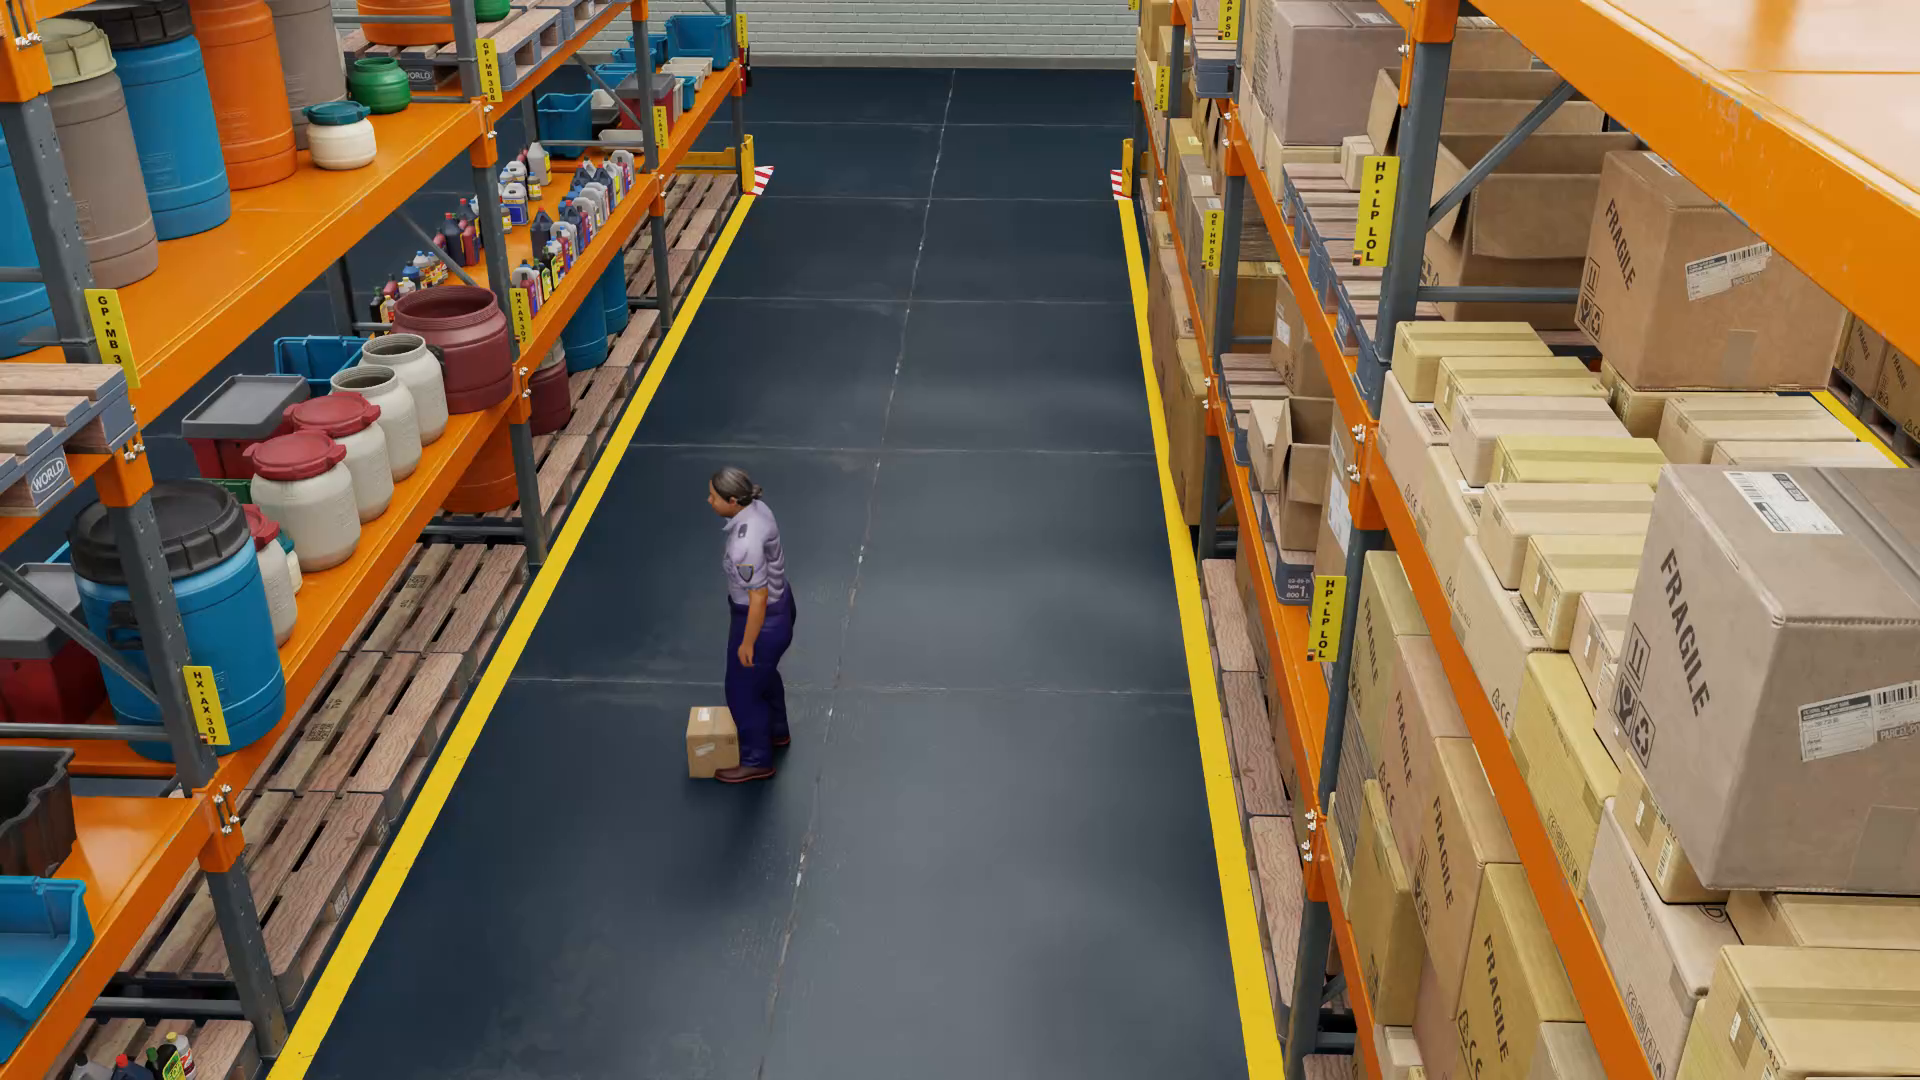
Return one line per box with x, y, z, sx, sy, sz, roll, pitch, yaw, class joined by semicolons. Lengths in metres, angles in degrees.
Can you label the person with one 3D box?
-0.999;0.383;7.916;0.424;1.650;0.549;0;28;0;person
